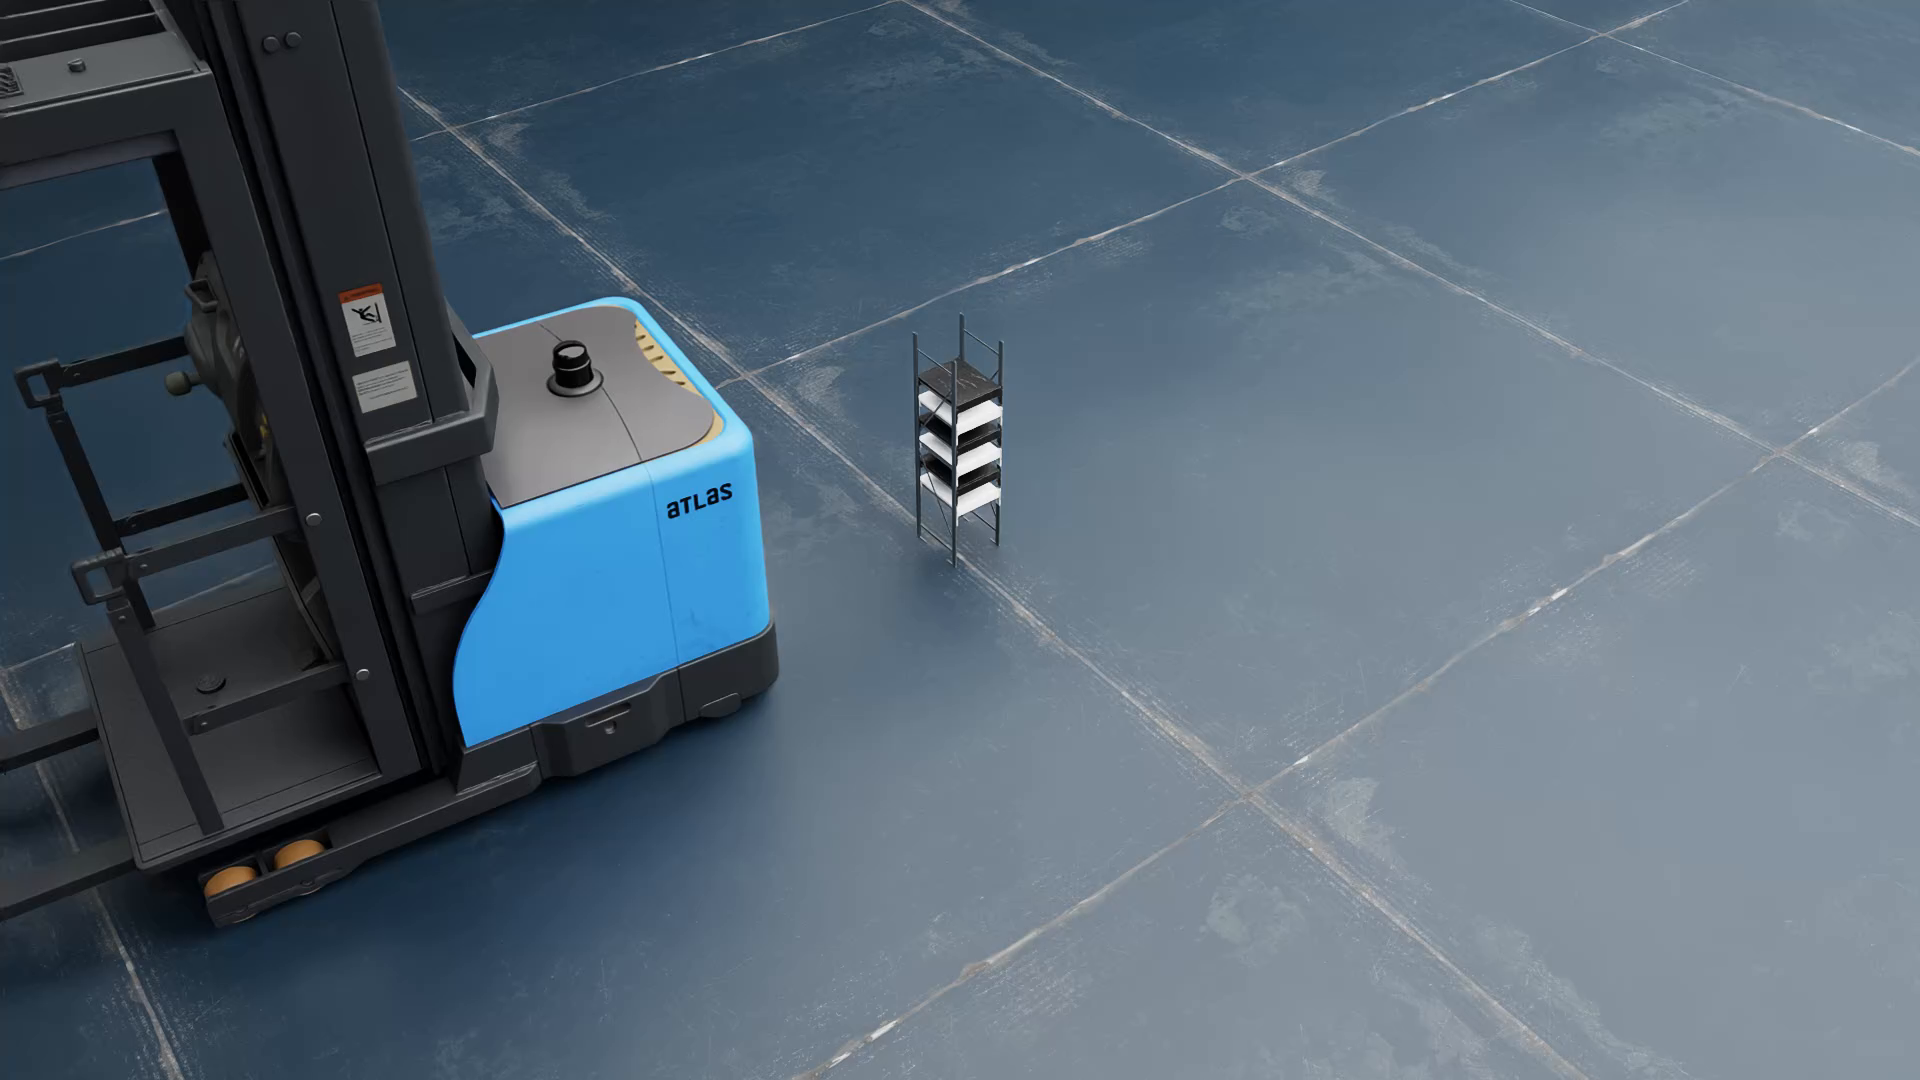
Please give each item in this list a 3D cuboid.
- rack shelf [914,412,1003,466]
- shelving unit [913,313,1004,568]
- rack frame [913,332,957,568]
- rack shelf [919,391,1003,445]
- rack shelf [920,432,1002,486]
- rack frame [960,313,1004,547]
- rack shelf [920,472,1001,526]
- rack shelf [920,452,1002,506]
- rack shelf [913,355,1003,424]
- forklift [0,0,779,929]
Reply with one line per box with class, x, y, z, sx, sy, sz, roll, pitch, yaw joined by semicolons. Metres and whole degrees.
rack shelf;-0.006;-0.389;5.925;0.200;0.077;0.258;-26;46;-28
shelving unit;-0.006;-0.345;5.961;0.210;0.900;0.258;-26;46;-28
rack frame;-0.087;-0.305;5.913;0.006;0.900;0.240;-26;46;-28
rack shelf;-0.006;-0.458;5.868;0.200;0.077;0.258;-26;46;-28
rack shelf;-0.006;-0.319;5.982;0.200;0.077;0.258;-26;46;-28
rack frame;0.074;-0.384;6.009;0.006;0.900;0.240;-26;46;-28
rack shelf;-0.006;-0.180;6.096;0.200;0.077;0.258;-26;46;-28
rack shelf;-0.006;-0.249;6.039;0.200;0.077;0.258;-26;46;-28
rack shelf;-0.006;-0.528;5.811;0.200;0.077;0.258;-26;46;-28
forklift;-2.136;-0.397;4.422;3.031;2.935;1.130;-21;44;-24
